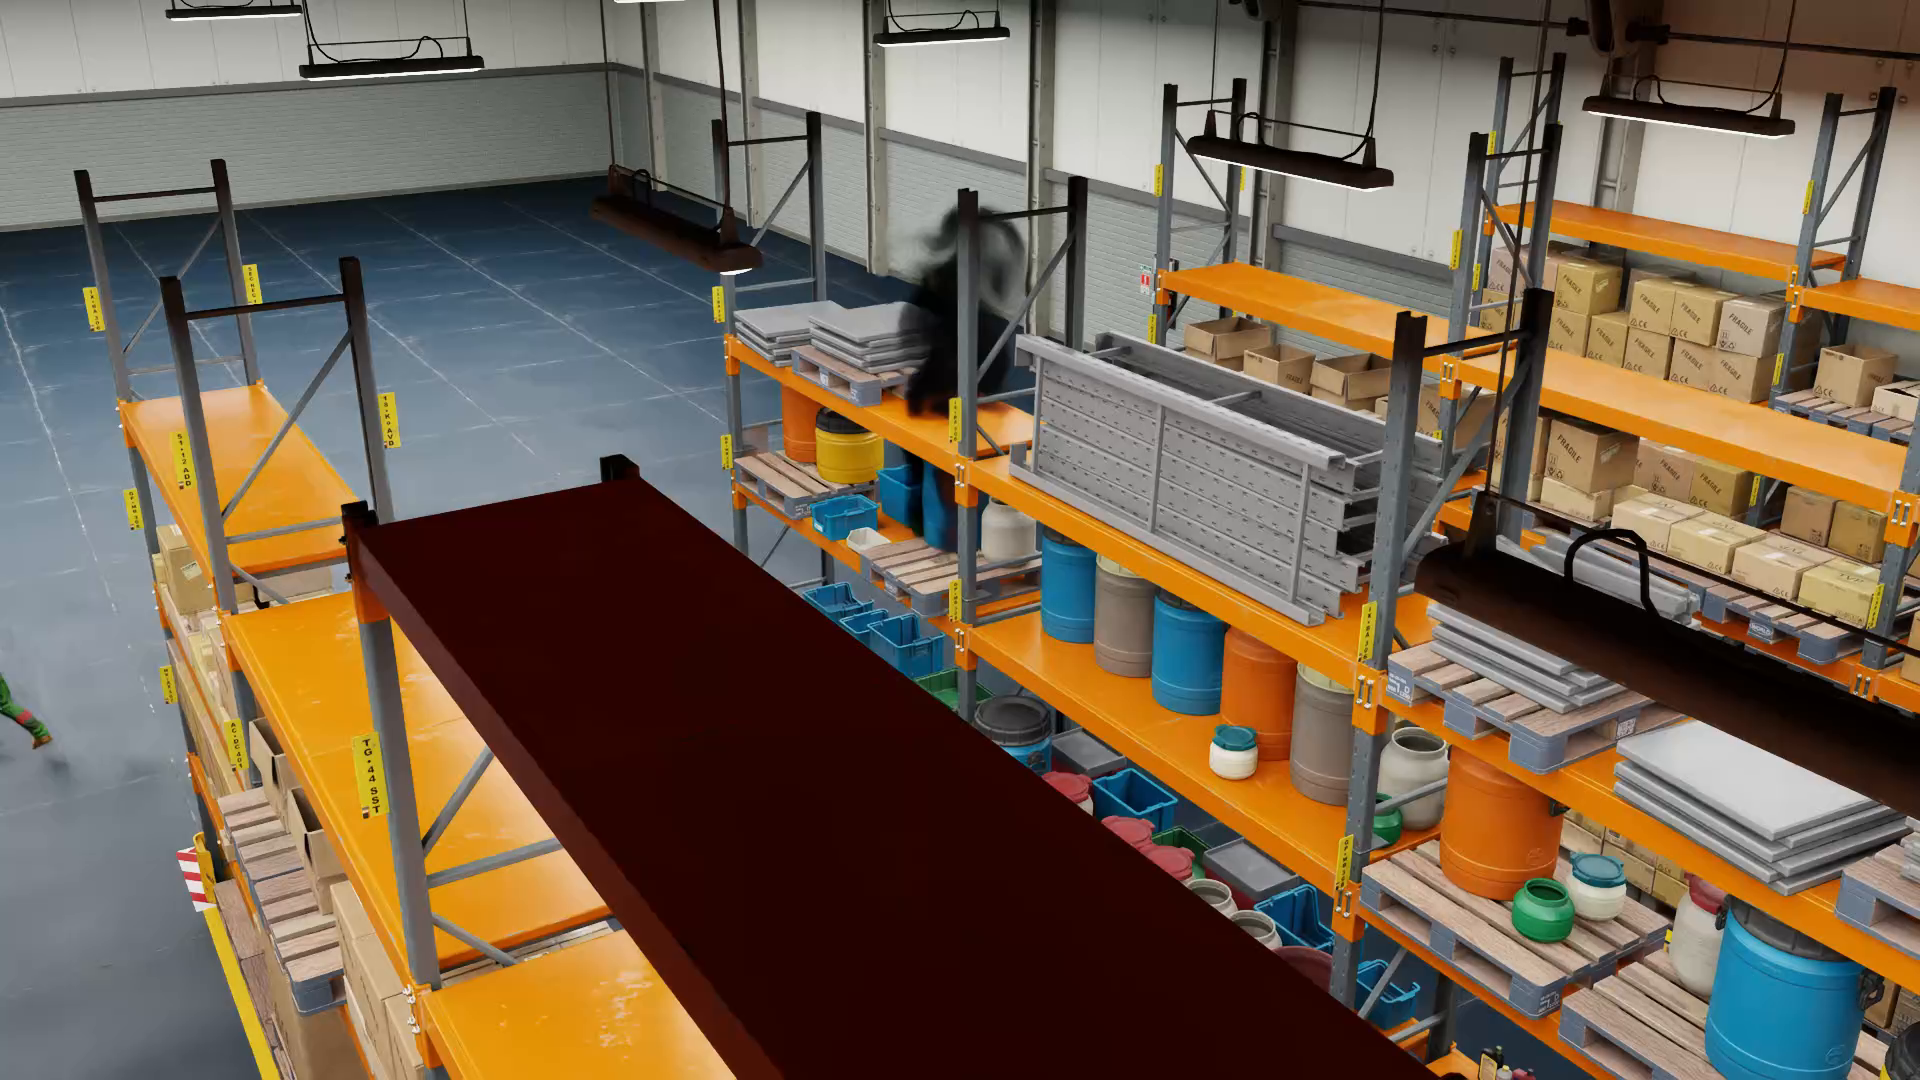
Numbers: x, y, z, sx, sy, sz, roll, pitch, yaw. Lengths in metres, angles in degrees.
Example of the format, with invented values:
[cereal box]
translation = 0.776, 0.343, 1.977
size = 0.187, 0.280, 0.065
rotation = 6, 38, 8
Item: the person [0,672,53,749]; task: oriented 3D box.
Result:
[person]
translation = -9.290, 1.343, 15.828
size = 1.052, 1.734, 0.704
rotation = 1, 22, 2
